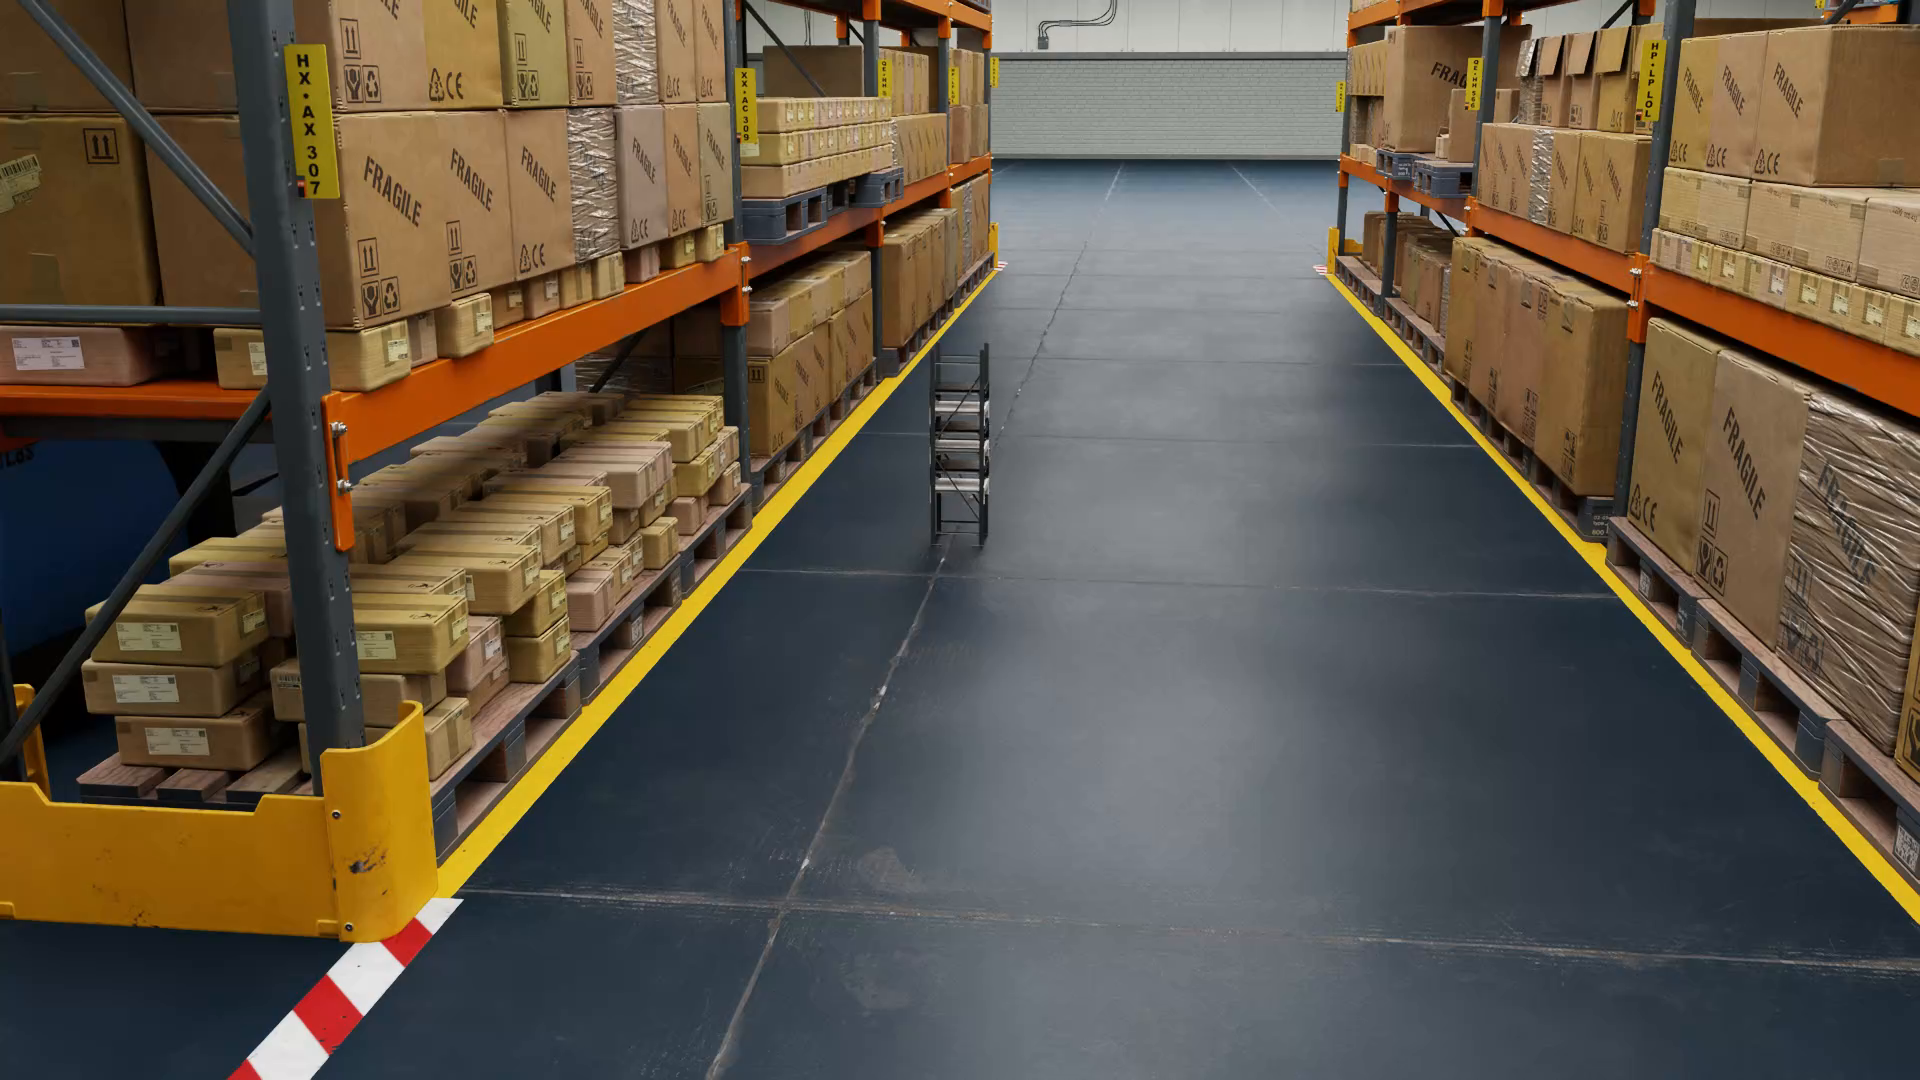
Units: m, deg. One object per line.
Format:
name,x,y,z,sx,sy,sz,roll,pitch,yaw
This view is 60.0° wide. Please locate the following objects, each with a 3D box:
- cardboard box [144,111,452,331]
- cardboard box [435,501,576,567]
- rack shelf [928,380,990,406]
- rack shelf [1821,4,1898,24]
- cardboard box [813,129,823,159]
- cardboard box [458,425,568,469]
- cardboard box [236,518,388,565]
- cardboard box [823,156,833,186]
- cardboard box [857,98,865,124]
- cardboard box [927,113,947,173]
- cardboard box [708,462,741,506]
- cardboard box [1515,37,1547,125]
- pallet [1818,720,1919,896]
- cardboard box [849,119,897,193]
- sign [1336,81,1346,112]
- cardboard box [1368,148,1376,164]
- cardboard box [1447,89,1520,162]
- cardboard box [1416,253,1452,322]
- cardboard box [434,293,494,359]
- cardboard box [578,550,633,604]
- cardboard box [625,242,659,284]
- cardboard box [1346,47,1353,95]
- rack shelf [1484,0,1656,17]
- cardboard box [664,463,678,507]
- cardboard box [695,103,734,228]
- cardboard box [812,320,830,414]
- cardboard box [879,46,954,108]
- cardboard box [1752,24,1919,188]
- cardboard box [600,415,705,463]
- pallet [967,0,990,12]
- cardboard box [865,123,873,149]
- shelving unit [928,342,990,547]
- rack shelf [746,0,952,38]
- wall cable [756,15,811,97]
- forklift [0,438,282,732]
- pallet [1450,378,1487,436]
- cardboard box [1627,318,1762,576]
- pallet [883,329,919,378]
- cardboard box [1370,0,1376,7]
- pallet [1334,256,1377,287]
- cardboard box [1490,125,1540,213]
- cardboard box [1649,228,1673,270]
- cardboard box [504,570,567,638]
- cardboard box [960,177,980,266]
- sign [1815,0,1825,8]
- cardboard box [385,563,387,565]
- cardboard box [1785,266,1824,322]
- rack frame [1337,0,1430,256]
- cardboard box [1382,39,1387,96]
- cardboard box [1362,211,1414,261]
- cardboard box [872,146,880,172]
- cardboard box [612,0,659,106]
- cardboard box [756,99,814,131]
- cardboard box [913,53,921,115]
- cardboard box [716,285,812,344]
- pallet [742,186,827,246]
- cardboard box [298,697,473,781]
cardboard box,-1.630,-0.809,4.146,0.500,0.500,0.500,2,15,9
cardboard box,-1.505,-0.023,5.519,0.380,0.149,0.250,2,15,8
rack shelf,-0.001,-0.661,7.475,0.258,0.077,0.200,2,15,6
rack shelf,9.463,-4.922,15.751,1.077,0.370,4.000,2,15,6
cardboard box,-0.918,-2.062,8.646,0.380,0.149,0.250,1,15,4
cardboard box,-1.825,-0.372,6.807,0.380,0.149,0.250,1,15,5
cardboard box,-2.067,0.033,5.310,0.380,0.149,0.250,1,15,4
cardboard box,-0.887,-1.984,8.930,0.380,0.149,0.250,1,15,4
cardboard box,-0.772,-2.547,9.872,0.380,0.149,0.250,2,15,6
cardboard box,-0.395,-3.526,14.764,0.500,0.500,0.500,2,15,6
cardboard box,-1.210,-0.261,7.538,0.380,0.149,0.250,2,15,7
cardboard box,3.766,-2.755,9.990,0.797,0.503,0.637,2,15,8
pallet,2.974,0.800,4.299,1.003,0.211,1.213,2,15,6
cardboard box,-0.734,-2.740,11.858,0.500,0.500,0.500,2,15,7
sign,4.228,-4.920,18.452,0.100,0.325,0.005,2,15,6
cardboard box,4.232,-3.781,16.378,0.380,0.149,0.250,2,15,6
cardboard box,3.849,-2.951,11.834,0.700,0.500,0.500,4,16,15
cardboard box,4.090,-2.028,13.360,0.700,0.500,0.500,0,15,1
cardboard box,-1.522,-0.597,4.606,0.380,0.149,0.250,1,15,5
cardboard box,-1.417,0.137,6.067,0.380,0.149,0.250,2,15,6
cardboard box,-1.368,-1.069,6.350,0.380,0.149,0.250,1,15,4
cardboard box,4.434,-5.026,17.826,0.500,0.500,0.500,2,15,6
rack shelf,3.639,-2.993,8.617,1.077,0.370,4.000,2,15,6
cardboard box,-1.380,-0.223,6.826,0.380,0.149,0.250,2,15,7
cardboard box,-1.278,-1.604,7.087,0.500,0.500,0.500,2,15,6
cardboard box,-1.053,-1.000,9.597,0.500,0.500,0.500,2,15,7
cardboard box,-0.525,-4.309,15.497,0.875,0.550,0.550,2,15,6
cardboard box,2.988,-1.428,5.477,0.500,0.500,0.500,1,15,4
cardboard box,-1.296,-0.428,7.015,0.380,0.149,0.250,2,15,6
pallet,-0.223,-5.871,18.051,1.003,0.211,1.213,2,15,6
cardboard box,-0.740,-2.465,10.137,0.380,0.149,0.250,2,15,6
shelving unit,-0.001,-0.432,7.537,0.258,0.900,0.210,2,15,6
rack shelf,-0.827,-4.203,13.091,1.077,0.370,4.000,2,15,6
wall cable,-5.955,-14.672,50.632,3.097,2.526,0.112,2,15,6
forklift,-3.228,-1.134,6.241,1.130,2.935,3.031,2,15,8
pallet,3.700,-0.863,10.449,1.003,0.211,1.213,2,15,6
cardboard box,3.259,-0.382,6.595,0.875,0.875,0.875,2,15,6
pallet,-0.889,-1.440,12.582,1.003,0.211,1.213,2,15,6
cardboard box,4.290,-5.347,16.231,0.500,0.250,0.500,2,15,8
pallet,4.632,-2.911,18.022,1.003,0.211,1.213,2,15,6
cardboard box,3.483,-2.208,9.889,0.500,0.500,0.500,1,15,5
cardboard box,3.049,-1.186,6.782,0.380,0.149,0.250,2,15,6
cardboard box,-1.478,0.194,5.285,0.380,0.149,0.250,2,15,8
cardboard box,-0.258,-3.429,17.864,0.875,0.875,0.875,1,15,5
sign,9.142,-5.810,17.638,0.100,0.325,0.005,2,15,6
cardboard box,-1.990,0.174,5.358,0.380,0.149,0.250,2,15,6
cardboard box,2.875,-0.781,5.286,0.380,0.149,0.250,1,15,5
rack frame,4.767,-4.486,18.506,1.000,3.000,0.127,2,15,6
cardboard box,4.093,-4.248,14.949,0.500,0.500,0.500,2,15,6
cardboard box,4.680,-3.321,18.181,0.500,0.500,0.500,5,16,17
cardboard box,-0.710,-2.393,10.440,0.380,0.149,0.250,2,15,7
cardboard box,-1.413,-1.824,5.985,0.500,0.500,0.500,2,15,8
cardboard box,-0.946,-2.142,8.375,0.380,0.149,0.250,2,15,7
cardboard box,-0.707,-3.890,14.193,0.700,0.500,0.500,1,15,5
cardboard box,-1.100,-1.226,8.998,0.500,0.250,0.500,2,15,8
pallet,-1.273,-1.648,8.376,1.003,0.211,1.213,2,15,6
cardboard box,-1.578,0.538,4.582,0.380,0.149,0.250,2,15,7
